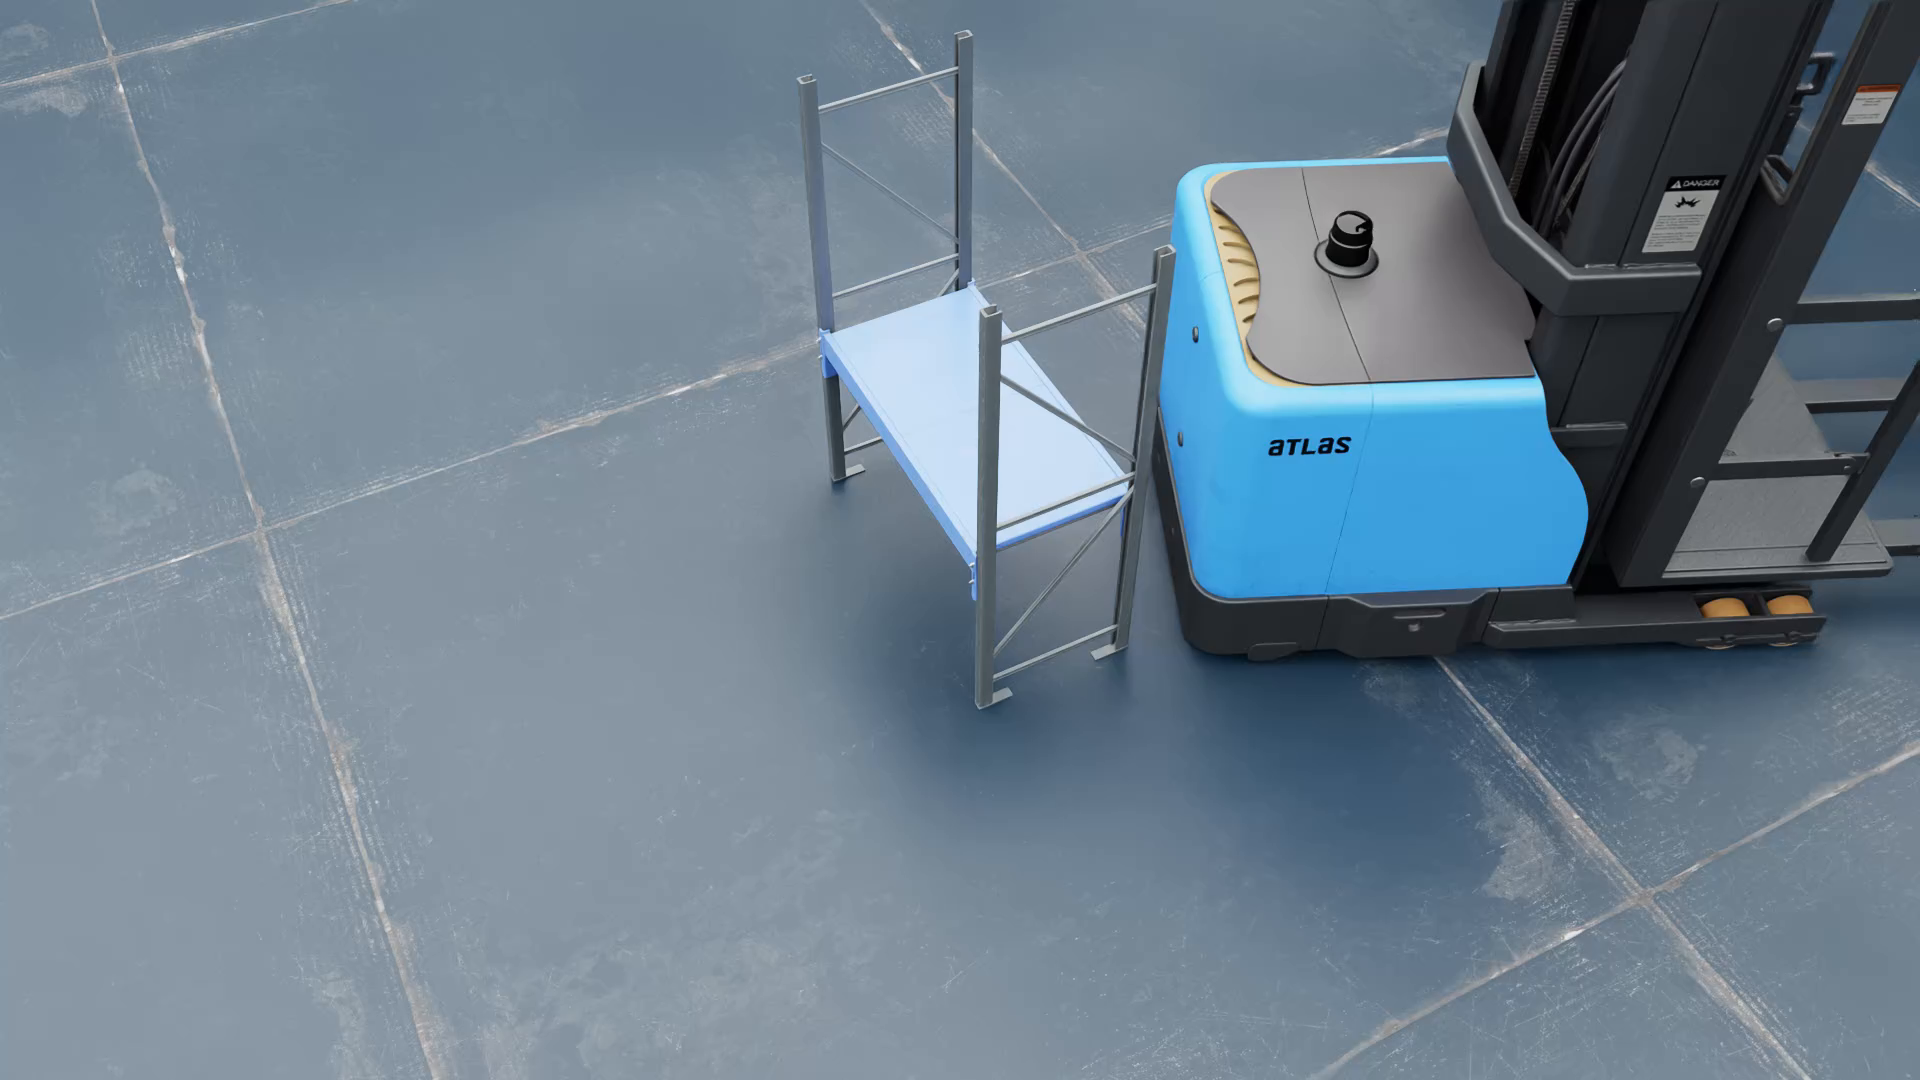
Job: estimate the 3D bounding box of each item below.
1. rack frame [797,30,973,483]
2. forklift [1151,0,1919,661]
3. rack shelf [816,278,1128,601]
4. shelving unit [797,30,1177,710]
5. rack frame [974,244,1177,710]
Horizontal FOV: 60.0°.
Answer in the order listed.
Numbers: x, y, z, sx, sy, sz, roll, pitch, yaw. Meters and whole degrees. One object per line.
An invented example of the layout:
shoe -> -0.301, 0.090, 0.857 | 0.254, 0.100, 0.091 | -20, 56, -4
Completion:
rack frame -> -0.194, -0.777, 4.933 | 0.500, 1.500, 0.032 | -21, 52, -18
forklift -> 2.145, -1.037, 4.210 | 3.031, 2.935, 1.130 | -2, 49, -2
rack shelf -> 0.039, -0.318, 4.771 | 0.538, 0.185, 1.000 | -21, 52, -18
shelving unit -> 0.039, -0.437, 4.636 | 0.538, 1.500, 1.048 | -21, 52, -18
rack frame -> 0.272, -0.096, 4.338 | 0.500, 1.500, 0.032 | -21, 52, -18
